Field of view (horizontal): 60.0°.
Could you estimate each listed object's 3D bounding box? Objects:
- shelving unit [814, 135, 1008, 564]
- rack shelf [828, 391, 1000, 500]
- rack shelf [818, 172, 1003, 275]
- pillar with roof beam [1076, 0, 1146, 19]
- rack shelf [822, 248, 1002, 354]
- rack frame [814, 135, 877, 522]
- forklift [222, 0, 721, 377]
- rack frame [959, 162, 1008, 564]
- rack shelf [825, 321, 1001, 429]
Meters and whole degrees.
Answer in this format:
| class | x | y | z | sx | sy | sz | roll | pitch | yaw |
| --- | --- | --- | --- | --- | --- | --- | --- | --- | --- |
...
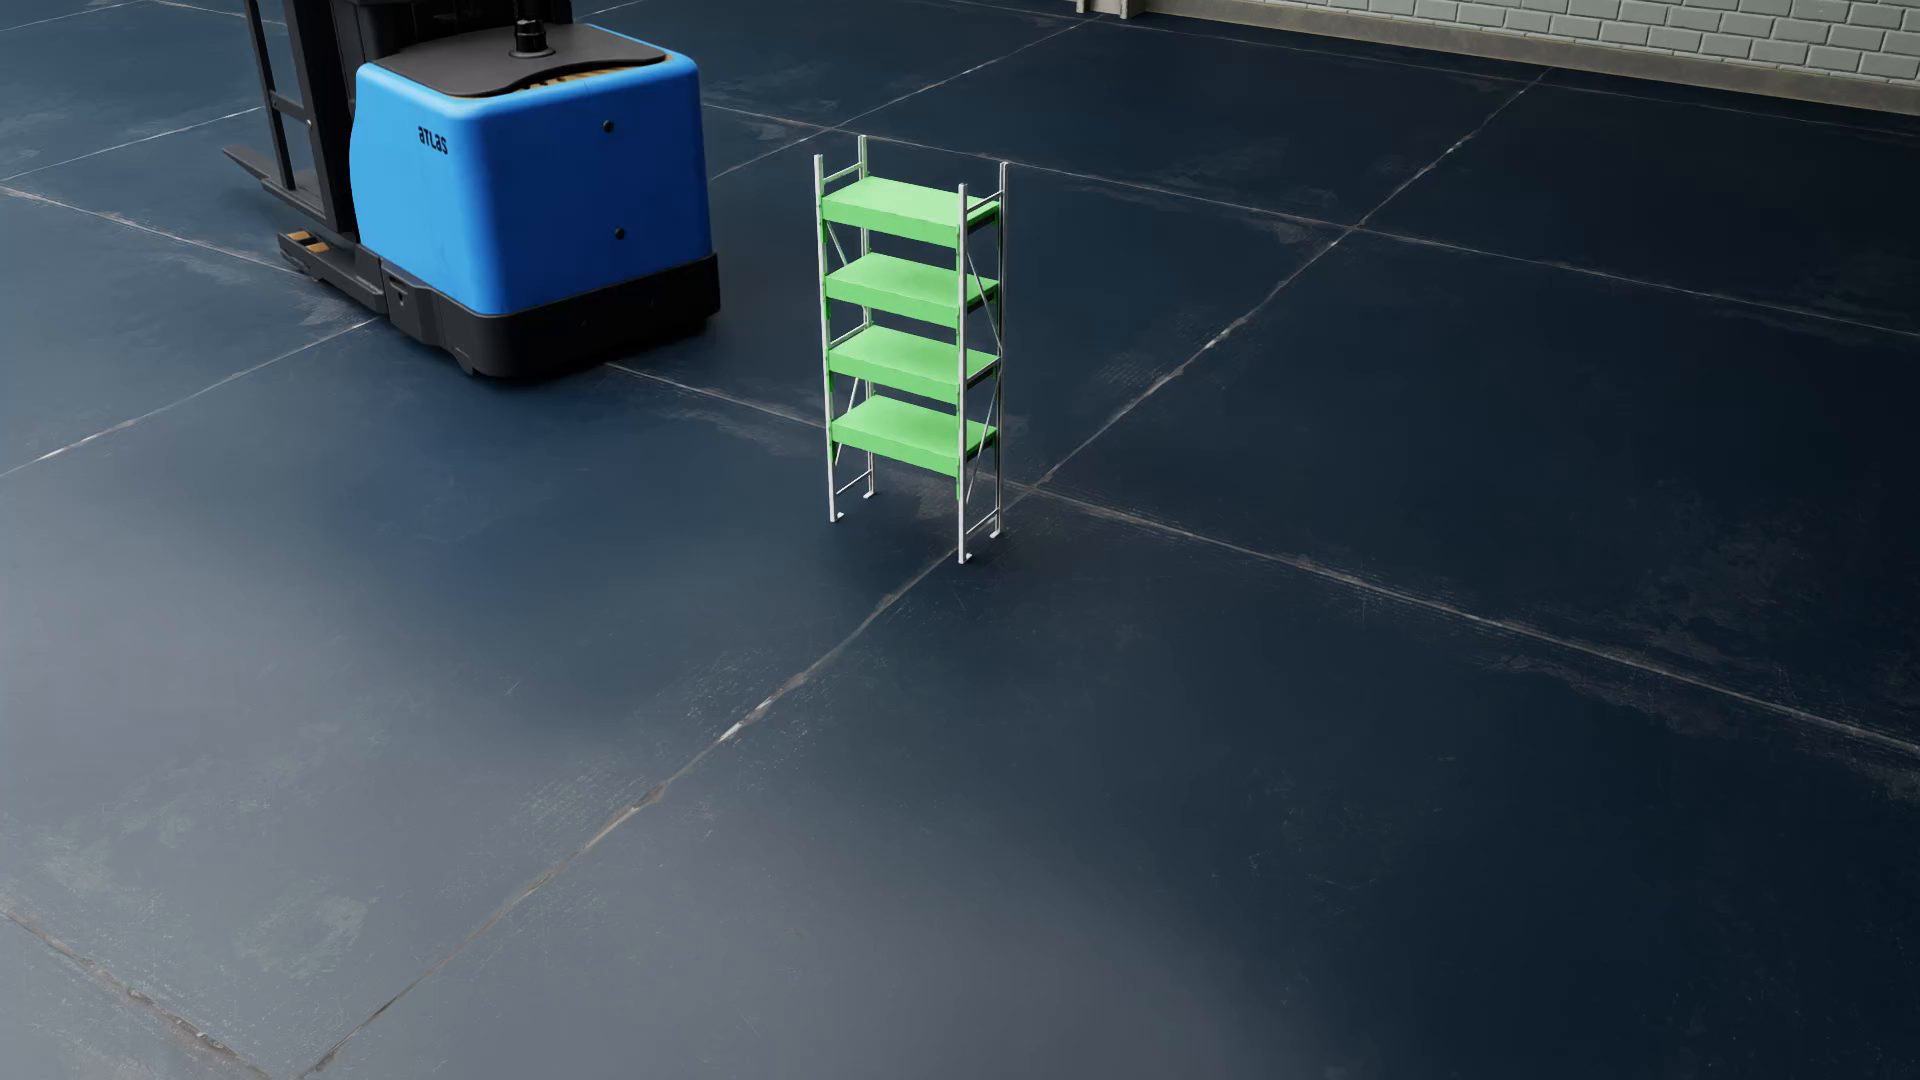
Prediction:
| class | x | y | z | sx | sy | sz | roll | pitch | yaw |
| --- | --- | --- | --- | --- | --- | --- | --- | --- | --- |
| shelving unit | -0.140 | -0.563 | 5.024 | 0.503 | 1.200 | 0.258 | 18 | 35 | 27 |
| rack shelf | -0.140 | -0.300 | 5.177 | 0.480 | 0.148 | 0.258 | 18 | 35 | 27 |
| rack shelf | -0.140 | -0.922 | 4.814 | 0.480 | 0.148 | 0.258 | 18 | 35 | 27 |
| pillar with roof beam | -1.235 | -5.722 | 6.128 | 0.400 | 9.000 | 9.100 | 18 | 35 | 27 |
| rack shelf | -0.140 | -0.715 | 4.935 | 0.480 | 0.148 | 0.258 | 18 | 35 | 27 |
| rack frame | -0.347 | -0.628 | 5.136 | 0.015 | 1.200 | 0.240 | 18 | 35 | 27 |
| forklift | -2.323 | -2.526 | 6.672 | 1.130 | 2.935 | 3.031 | -24 | 38 | -35 |
| rack frame | 0.066 | -0.497 | 4.912 | 0.015 | 1.200 | 0.240 | 18 | 35 | 27 |
| rack shelf | -0.140 | -0.507 | 5.056 | 0.480 | 0.148 | 0.258 | 18 | 35 | 27 |
